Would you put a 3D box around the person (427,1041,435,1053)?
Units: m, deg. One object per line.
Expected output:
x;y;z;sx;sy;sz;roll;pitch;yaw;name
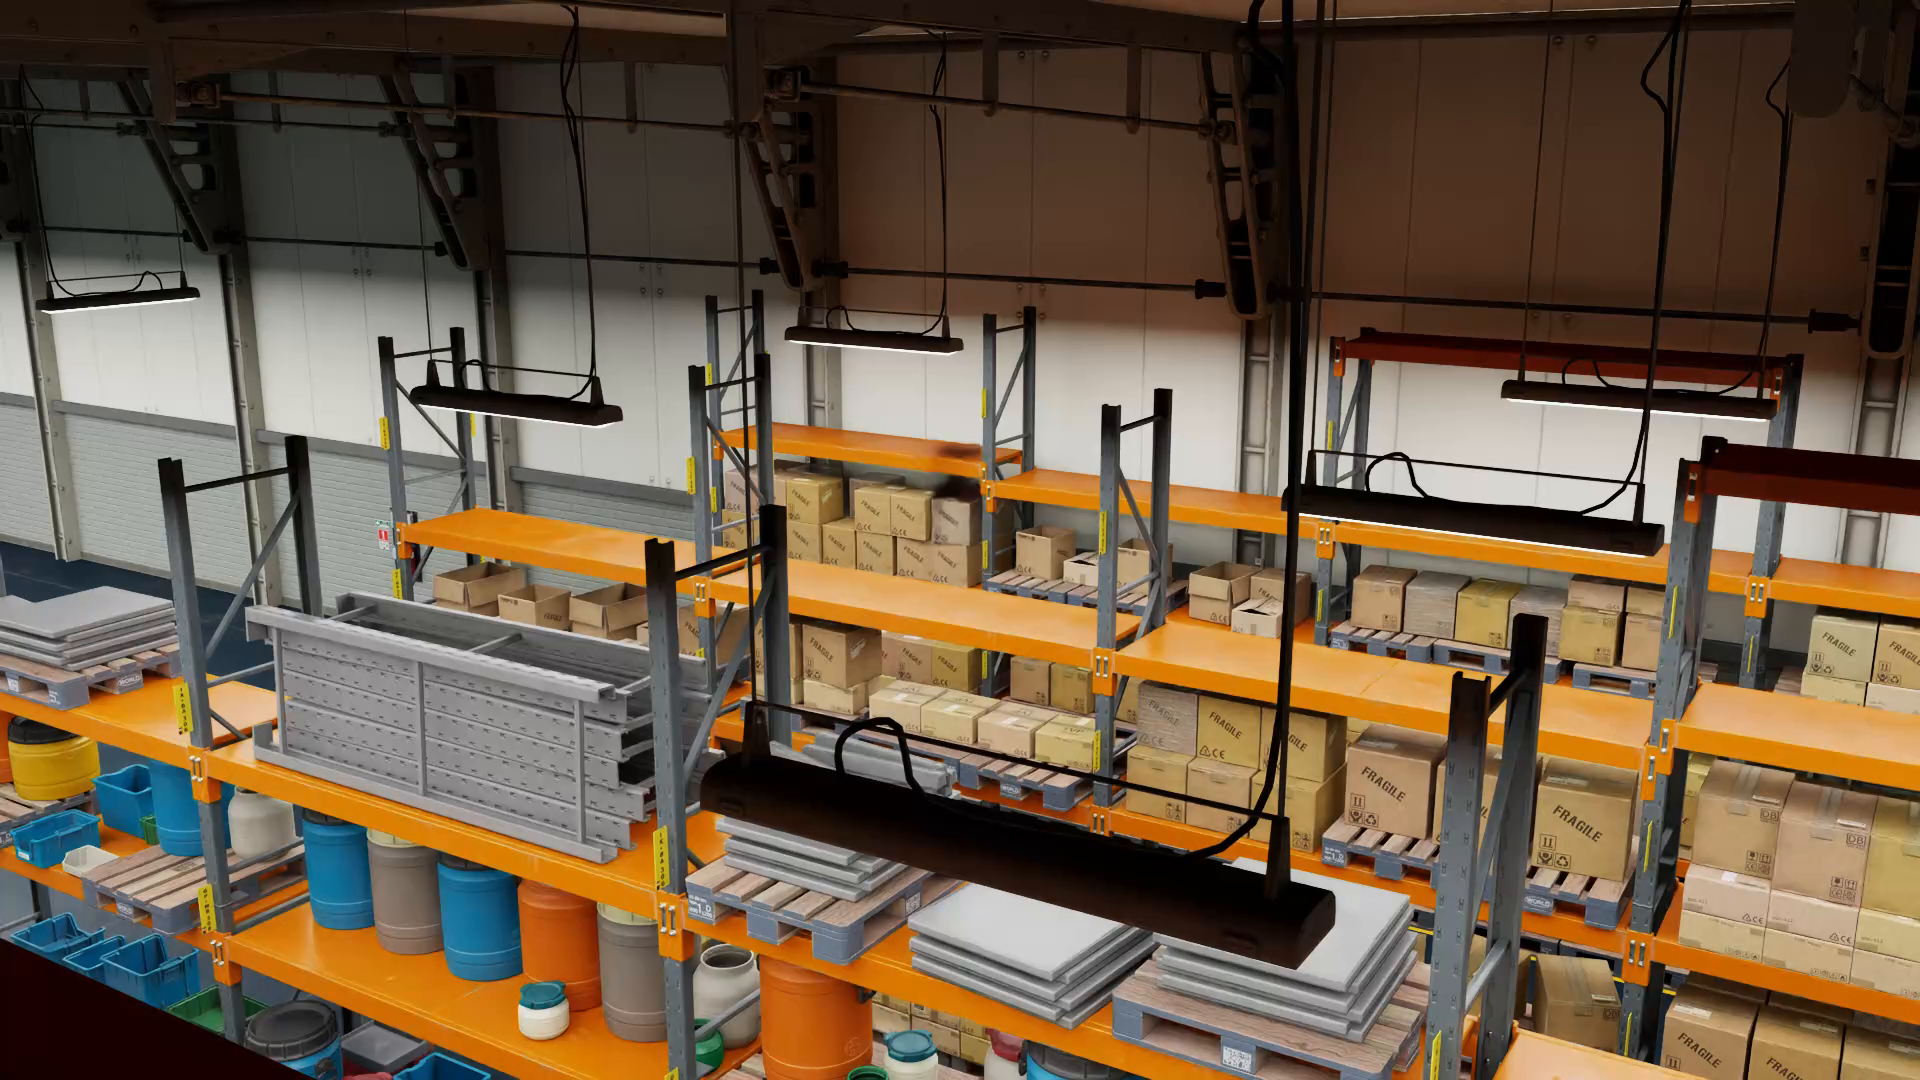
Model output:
-4.426;3.956;13.577;0.688;1.753;0.533;-11;18;-39;person
